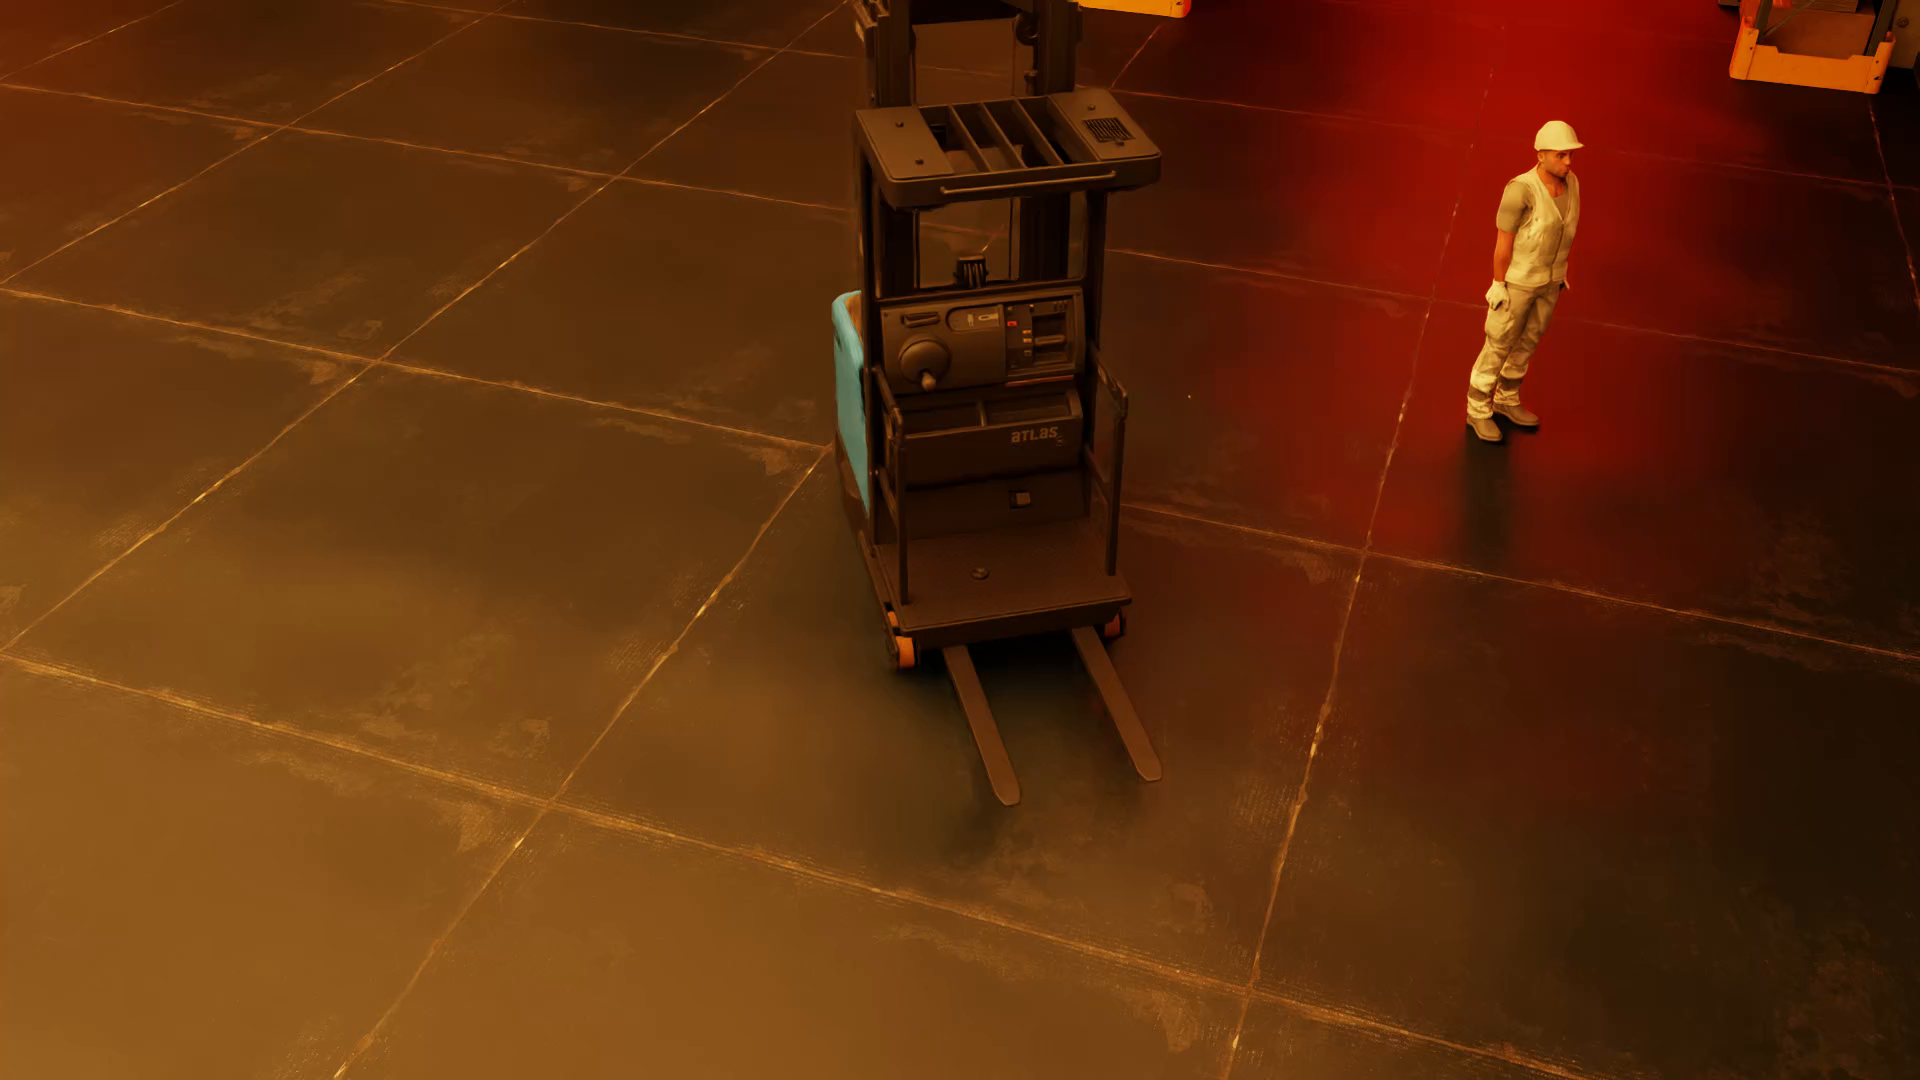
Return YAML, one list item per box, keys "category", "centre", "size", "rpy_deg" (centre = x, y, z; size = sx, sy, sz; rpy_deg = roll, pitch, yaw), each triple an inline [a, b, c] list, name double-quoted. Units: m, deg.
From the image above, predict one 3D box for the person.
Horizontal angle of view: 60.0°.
- category: "person"
  centre: [3.123, -1.413, 9.090]
  size: [0.532, 1.796, 0.358]
  rpy_deg: [-19, 39, -25]

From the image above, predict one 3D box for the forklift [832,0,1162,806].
- category: "forklift"
  centre: [0.160, -0.833, 7.286]
  size: [1.130, 2.935, 3.031]
  rpy_deg: [-8, 36, -11]
